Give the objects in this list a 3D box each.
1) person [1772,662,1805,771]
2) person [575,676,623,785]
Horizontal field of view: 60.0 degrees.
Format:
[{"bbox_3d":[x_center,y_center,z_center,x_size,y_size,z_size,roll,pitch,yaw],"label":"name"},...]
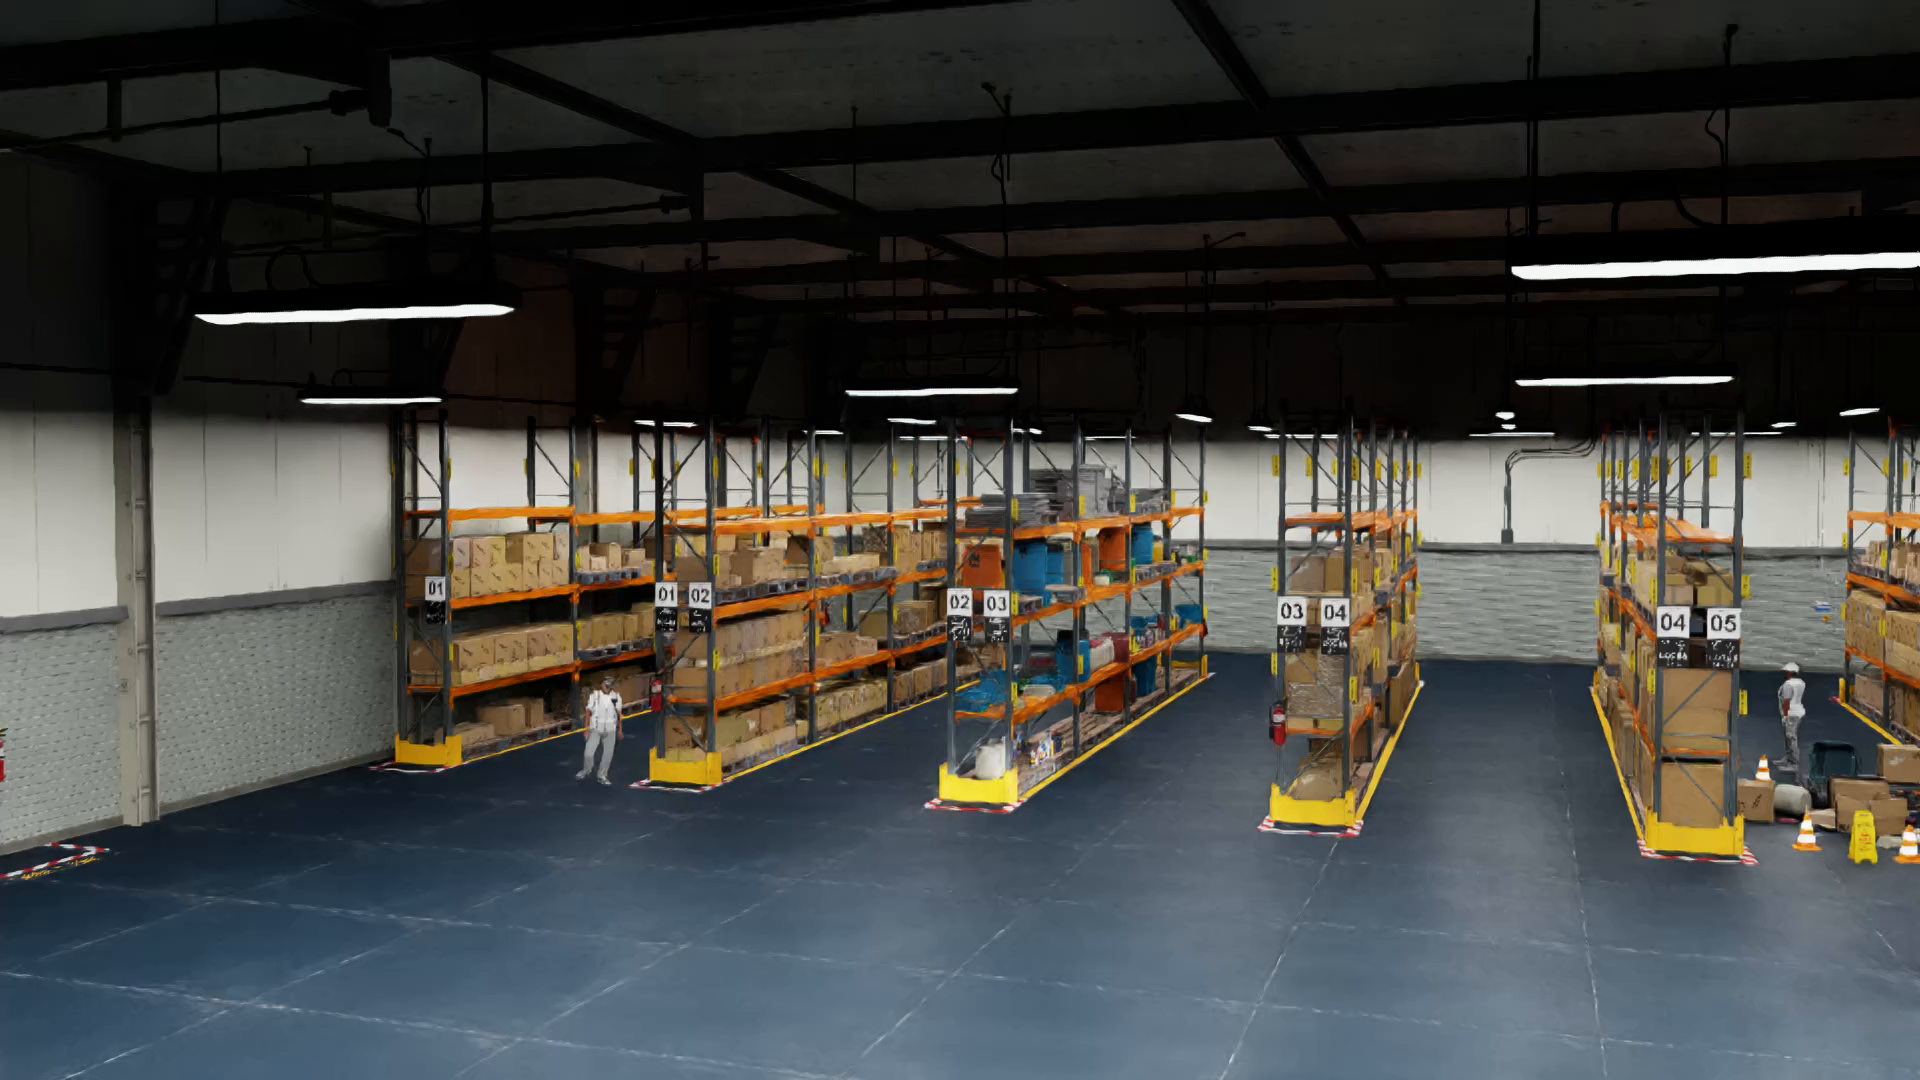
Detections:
[{"bbox_3d":[13.732,2.909,27.606,0.616,1.785,0.494,-2,3,-42],"label":"person"},{"bbox_3d":[-5.734,3.010,26.406,0.733,1.730,0.550,-1,3,-19],"label":"person"}]
